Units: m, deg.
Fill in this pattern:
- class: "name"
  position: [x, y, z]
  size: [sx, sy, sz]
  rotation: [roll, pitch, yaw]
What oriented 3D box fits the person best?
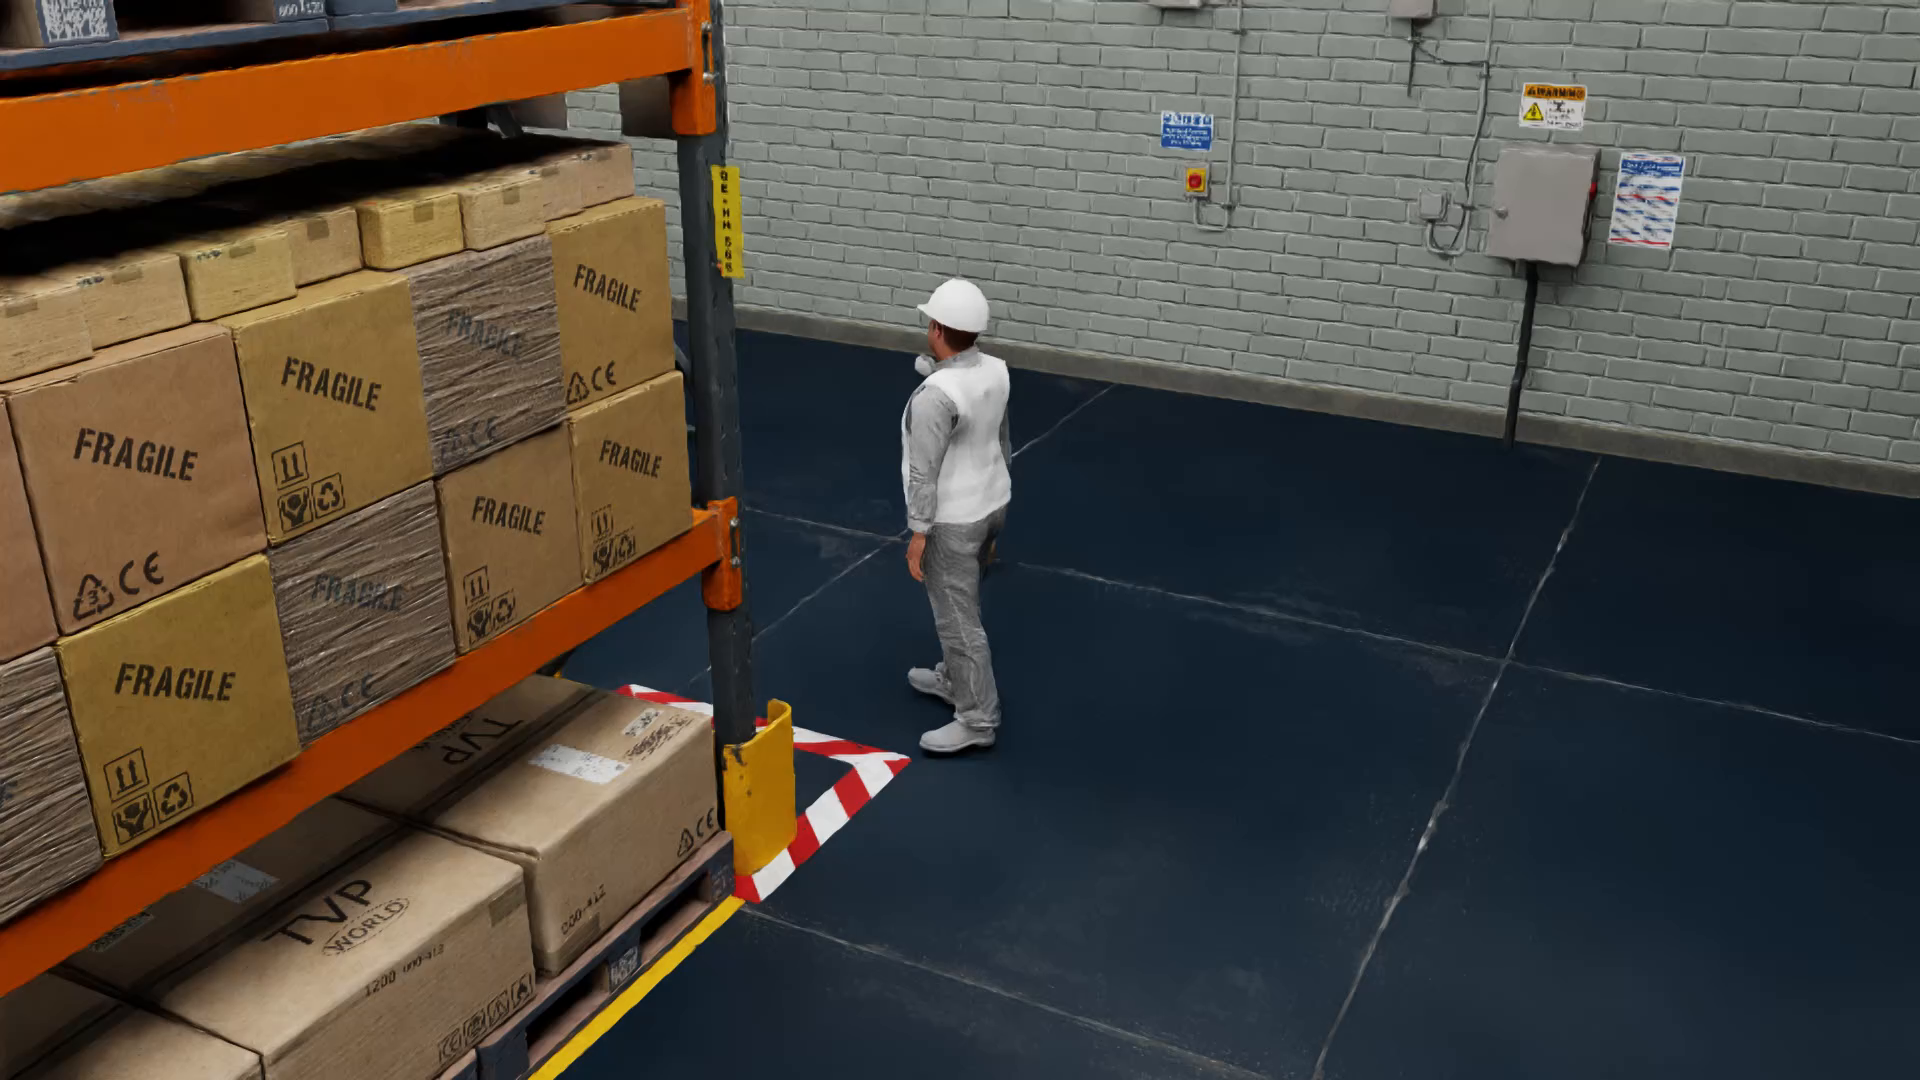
- class: "person"
  position: [-0.028, -0.125, 6.329]
  size: [0.577, 1.774, 0.689]
  rotation: [13, 26, 28]
